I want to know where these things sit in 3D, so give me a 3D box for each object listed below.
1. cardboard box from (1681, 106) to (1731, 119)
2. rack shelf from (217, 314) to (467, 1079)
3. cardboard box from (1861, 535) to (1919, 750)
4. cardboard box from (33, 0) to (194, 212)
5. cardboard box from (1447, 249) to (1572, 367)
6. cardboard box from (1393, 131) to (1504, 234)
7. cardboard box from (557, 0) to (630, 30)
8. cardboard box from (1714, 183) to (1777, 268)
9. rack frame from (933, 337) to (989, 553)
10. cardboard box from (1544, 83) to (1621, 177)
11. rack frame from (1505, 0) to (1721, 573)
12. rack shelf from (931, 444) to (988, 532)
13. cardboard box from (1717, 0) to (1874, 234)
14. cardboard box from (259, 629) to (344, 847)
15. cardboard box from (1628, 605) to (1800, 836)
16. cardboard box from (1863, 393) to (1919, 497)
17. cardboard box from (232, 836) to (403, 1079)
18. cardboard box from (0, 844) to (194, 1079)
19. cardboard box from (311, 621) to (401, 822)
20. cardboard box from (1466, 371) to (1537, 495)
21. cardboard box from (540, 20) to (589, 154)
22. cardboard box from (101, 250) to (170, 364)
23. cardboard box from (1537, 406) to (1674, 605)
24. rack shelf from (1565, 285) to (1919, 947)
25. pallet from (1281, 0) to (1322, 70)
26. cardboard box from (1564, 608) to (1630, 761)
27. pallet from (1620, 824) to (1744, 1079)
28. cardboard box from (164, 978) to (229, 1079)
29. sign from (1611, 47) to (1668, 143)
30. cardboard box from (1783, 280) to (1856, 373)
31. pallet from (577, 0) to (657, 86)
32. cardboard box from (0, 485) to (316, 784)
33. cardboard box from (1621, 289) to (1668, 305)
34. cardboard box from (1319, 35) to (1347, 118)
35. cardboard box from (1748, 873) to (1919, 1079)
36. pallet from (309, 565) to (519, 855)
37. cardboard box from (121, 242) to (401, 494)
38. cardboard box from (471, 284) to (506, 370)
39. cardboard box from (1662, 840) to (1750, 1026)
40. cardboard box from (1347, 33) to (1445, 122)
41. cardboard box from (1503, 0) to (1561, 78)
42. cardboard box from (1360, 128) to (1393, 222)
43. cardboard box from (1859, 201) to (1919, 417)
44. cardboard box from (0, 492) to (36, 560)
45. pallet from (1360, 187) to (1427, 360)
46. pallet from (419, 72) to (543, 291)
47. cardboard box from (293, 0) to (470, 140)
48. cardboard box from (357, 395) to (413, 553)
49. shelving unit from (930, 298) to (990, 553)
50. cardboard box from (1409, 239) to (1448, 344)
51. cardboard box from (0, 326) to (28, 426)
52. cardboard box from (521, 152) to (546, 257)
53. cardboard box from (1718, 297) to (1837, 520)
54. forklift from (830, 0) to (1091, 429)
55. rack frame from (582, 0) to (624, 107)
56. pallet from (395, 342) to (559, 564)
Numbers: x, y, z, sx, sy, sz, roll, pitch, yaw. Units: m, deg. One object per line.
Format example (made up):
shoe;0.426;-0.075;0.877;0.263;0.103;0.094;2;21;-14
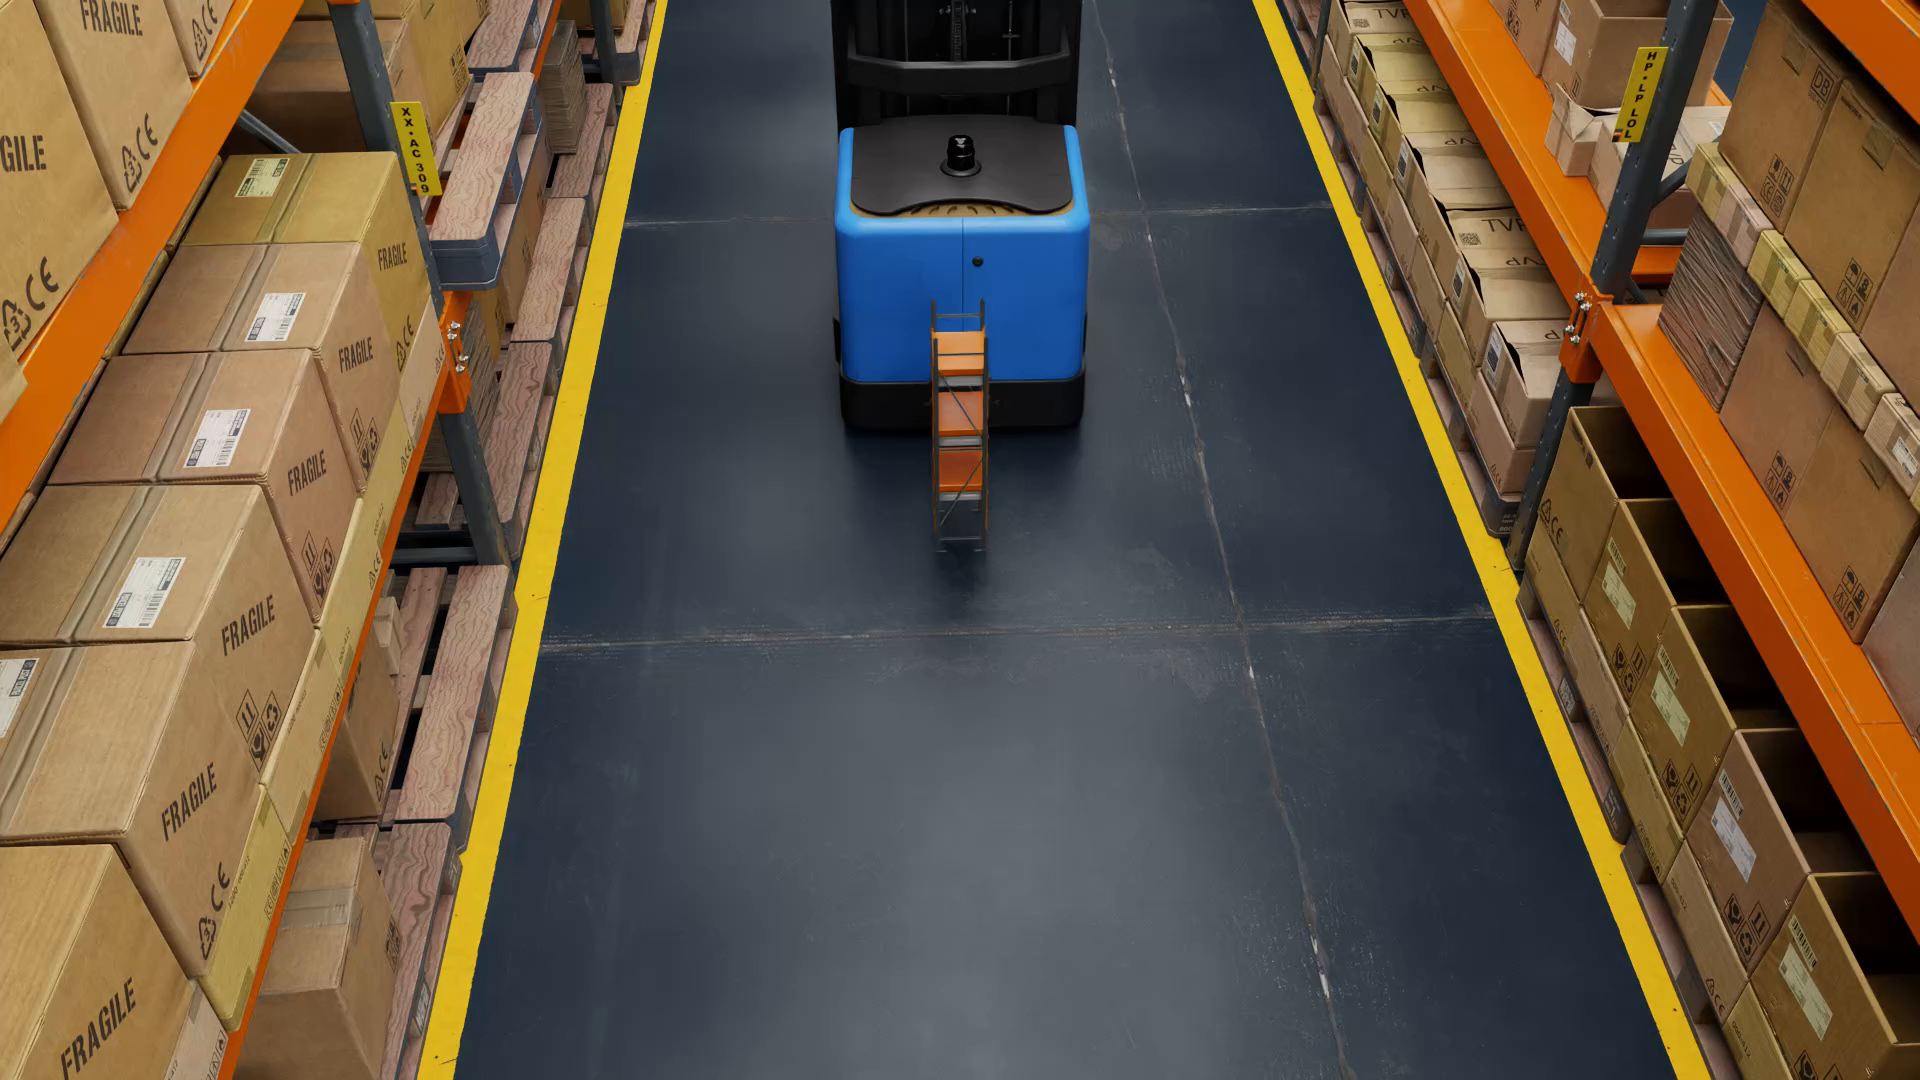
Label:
cardboard box;2.863;-1.543;6.399;0.380;0.149;0.250;-2;43;-2
rack shelf;-2.168;0.729;4.268;1.077;0.370;4.000;-2;43;-2
cardboard box;2.790;0.271;4.160;0.700;0.500;0.500;0;43;-1
cardboard box;-1.914;-0.988;3.300;0.500;0.500;0.500;-3;43;-3
cardboard box;2.364;-0.996;6.925;0.500;0.311;0.500;-1;43;-1
cardboard box;2.328;-1.672;7.663;0.500;0.311;0.500;-2;43;-2
cardboard box;-2.323;-3.450;9.574;0.750;0.750;0.750;-2;43;-2
cardboard box;2.525;-0.951;5.014;0.380;0.149;0.250;-1;43;-1
rack frame;0.003;-0.341;6.345;0.200;1.050;0.008;-2;43;-2
cardboard box;2.475;-1.570;6.343;0.396;0.266;0.258;-3;43;-3
rack frame;2.696;-1.032;5.655;1.000;3.000;0.127;-2;43;-2
rack shelf;-0.002;-0.210;6.630;0.215;0.259;0.240;-2;43;-2
cardboard box;2.721;-1.247;4.857;0.700;0.500;0.500;-1;43;-2
cardboard box;-1.858;0.487;4.095;0.500;0.250;0.500;-1;43;-1
cardboard box;2.446;0.548;5.101;0.500;0.500;0.500;-2;43;-2
cardboard box;2.573;-0.251;4.250;0.380;0.149;0.250;-3;43;-3
cardboard box;-2.028;1.222;4.722;0.700;0.500;0.500;-4;43;-4
cardboard box;-1.814;0.920;3.067;0.500;0.500;0.500;-2;43;-2
cardboard box;-2.169;0.572;5.430;0.500;0.500;0.500;-5;43;-5
cardboard box;2.389;-0.444;6.739;0.500;0.250;0.500;-2;43;-2
cardboard box;-2.340;-2.343;8.611;0.700;0.500;0.500;-1;43;-1
cardboard box;-2.423;-0.443;4.554;0.500;0.500;0.500;-2;43;-2
cardboard box;2.403;-0.127;5.838;0.500;0.500;0.500;-2;43;-2
rack shelf;2.781;0.584;4.426;1.077;0.370;4.000;-2;43;-2
pallet;2.532;-3.209;10.095;1.003;0.211;1.213;-2;43;-2
cardboard box;2.429;0.487;5.723;0.500;0.250;0.500;-2;43;-2
pallet;2.743;1.360;5.110;1.003;0.211;1.213;-2;43;-2
cardboard box;-1.823;1.173;3.347;0.500;0.250;0.500;-3;43;-3
sign;2.154;-1.407;5.267;0.100;0.325;0.005;-2;43;-2
cardboard box;2.550;-0.600;4.631;0.380;0.149;0.250;-2;43;-2
pallet;-2.381;-3.094;9.969;1.003;0.211;1.213;-2;43;-2
cardboard box;-1.864;0.223;3.828;0.500;0.500;0.500;0;43;0
cardboard box;2.911;-1.004;6.934;0.500;0.311;0.500;-2;43;-2
cardboard box;2.255;-2.511;8.994;0.500;0.250;0.500;-2;43;-2
cardboard box;2.489;1.223;4.365;0.500;0.500;0.500;-2;43;-2
pallet;-2.189;0.593;5.946;1.003;0.211;1.213;-2;43;-2
cardboard box;-1.897;-0.468;4.582;0.500;0.500;0.500;-2;43;-2
cardboard box;-2.373;-0.971;7.114;0.700;0.500;0.500;-2;43;-3
cardboard box;2.472;1.162;4.987;0.500;0.250;0.500;-2;43;-2
cardboard box;2.286;-2.363;8.418;0.500;0.311;0.500;-3;43;-3
cardboard box;2.636;-2.281;6.945;0.500;0.500;0.500;-2;43;-2
cardboard box;2.305;-1.821;8.241;0.500;0.250;0.500;-3;43;-3
cardboard box;2.765;-0.568;4.116;0.700;0.500;0.500;-2;43;-2
cardboard box;-2.375;0.244;3.805;0.500;0.500;0.500;-1;43;-1
pallet;2.571;-1.326;8.040;1.003;0.211;1.213;-2;43;-2
pallet;-2.140;-1.336;6.130;1.003;0.211;1.213;-2;43;-2
cardboard box;-2.257;-1.808;6.103;0.700;0.500;0.500;2;43;3
cardboard box;-1.917;-0.191;4.835;0.500;0.250;0.500;-1;43;-2
shelving unit;-0.002;-0.423;6.435;0.215;1.050;0.252;-2;43;-2
cardboard box;2.347;-1.131;7.488;0.500;0.250;0.500;-1;43;-1
cardboard box;-1.861;-0.283;2.531;0.500;0.500;0.500;0;43;0
cardboard box;-2.385;-1.658;7.863;0.700;0.500;0.500;-2;43;-2
cardboard box;2.750;-0.413;4.907;0.700;0.500;0.500;-2;43;-2
forklift;-0.022;-2.537;7.349;1.130;2.935;3.031;-1;43;-1
rack frame;-2.423;-3.587;8.444;1.000;3.000;0.127;-2;43;-2
pallet;-2.287;-0.384;7.013;1.003;0.211;1.213;-2;43;-2
